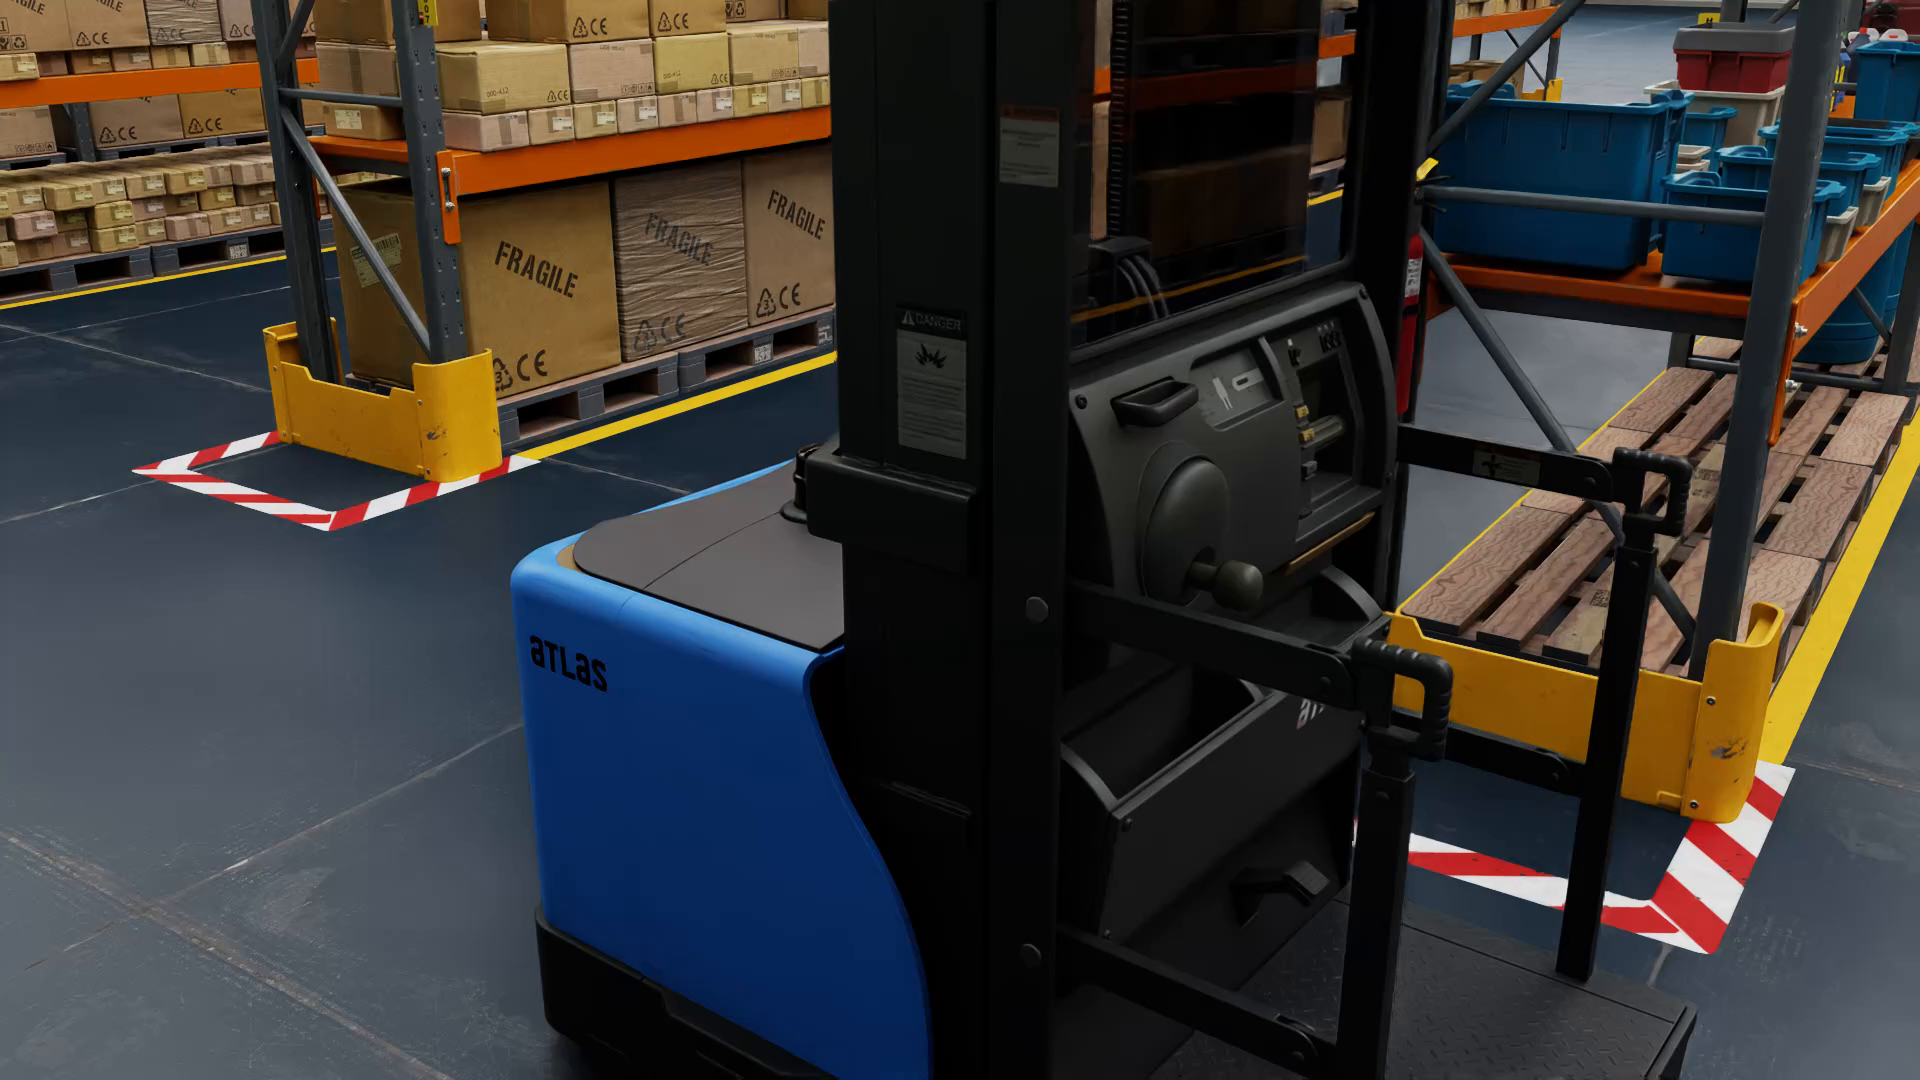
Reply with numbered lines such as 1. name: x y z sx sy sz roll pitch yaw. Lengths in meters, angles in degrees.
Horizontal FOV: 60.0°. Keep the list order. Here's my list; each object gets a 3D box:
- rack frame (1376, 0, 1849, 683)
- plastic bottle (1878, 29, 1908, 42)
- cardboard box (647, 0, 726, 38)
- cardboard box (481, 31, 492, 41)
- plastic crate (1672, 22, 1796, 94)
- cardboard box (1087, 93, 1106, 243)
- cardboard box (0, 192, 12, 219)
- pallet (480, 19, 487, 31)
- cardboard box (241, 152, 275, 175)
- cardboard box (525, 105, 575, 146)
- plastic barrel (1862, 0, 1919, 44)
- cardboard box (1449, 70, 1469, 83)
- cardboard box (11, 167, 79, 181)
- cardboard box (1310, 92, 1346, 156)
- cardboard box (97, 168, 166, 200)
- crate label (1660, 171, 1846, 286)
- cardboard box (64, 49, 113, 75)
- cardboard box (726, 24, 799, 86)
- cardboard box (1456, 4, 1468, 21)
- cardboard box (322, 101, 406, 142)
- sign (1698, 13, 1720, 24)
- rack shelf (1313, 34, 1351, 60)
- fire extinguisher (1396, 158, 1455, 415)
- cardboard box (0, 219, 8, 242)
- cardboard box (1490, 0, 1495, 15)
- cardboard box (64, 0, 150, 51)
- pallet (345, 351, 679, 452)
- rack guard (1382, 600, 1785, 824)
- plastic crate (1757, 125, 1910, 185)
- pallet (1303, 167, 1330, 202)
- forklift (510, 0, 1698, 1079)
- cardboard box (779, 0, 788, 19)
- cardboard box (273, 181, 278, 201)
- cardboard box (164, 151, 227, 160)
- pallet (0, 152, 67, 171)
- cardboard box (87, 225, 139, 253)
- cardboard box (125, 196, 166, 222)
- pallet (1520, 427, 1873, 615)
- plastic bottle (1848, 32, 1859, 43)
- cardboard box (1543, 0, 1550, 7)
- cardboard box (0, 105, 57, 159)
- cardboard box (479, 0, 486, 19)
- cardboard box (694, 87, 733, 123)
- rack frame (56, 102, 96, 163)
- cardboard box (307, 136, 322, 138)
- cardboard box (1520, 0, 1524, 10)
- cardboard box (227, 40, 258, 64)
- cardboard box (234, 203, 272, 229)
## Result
1. rack frame: 1.592 -0.839 4.208 1.000 3.000 0.127 13 24 32
2. plastic bottle: 5.705 -2.985 10.190 0.152 0.276 0.135 13 24 32
3. cardboard box: -1.443 -2.604 7.687 0.500 0.500 0.500 13 24 30
4. cardboard box: -2.165 -2.210 7.703 0.500 0.250 0.500 13 24 31
5. plastic crate: 3.132 -1.837 6.729 0.402 0.464 0.583 13 24 32
6. cardboard box: 0.590 -2.597 11.419 1.225 0.875 0.875 12 24 30
7. cardboard box: -5.974 -2.024 10.059 0.380 0.149 0.250 12 23 29
8. pallet: -3.751 -4.049 13.165 1.003 0.211 1.213 13 24 32
9. cardboard box: -4.816 -2.626 11.686 0.380 0.149 0.250 12 23 29
10. cardboard box: -1.888 -1.798 7.164 0.380 0.149 0.250 13 24 31
11. plastic barrel: 6.100 -3.390 10.910 0.600 0.536 0.708 13 24 32
12. cardboard box: 5.100 -4.738 17.749 0.500 0.500 0.500 11 23 27
13. cardboard box: -6.034 -2.363 10.976 0.380 0.149 0.250 12 24 30
14. cardboard box: 3.281 -3.816 15.226 0.700 0.500 0.500 11 23 27
15. cardboard box: -5.436 -2.339 10.910 0.380 0.149 0.250 14 25 34
16. crate label: 2.003 -0.795 4.245 0.416 0.233 0.303 13 24 32
17. cardboard box: -5.587 -3.034 10.506 0.380 0.149 0.250 13 24 31
18. cardboard box: -1.150 -2.403 8.226 0.500 0.250 0.500 13 24 31
19. cardboard box: 4.763 -5.202 16.367 0.380 0.149 0.250 13 24 32
20. cardboard box: -2.576 -1.853 7.313 0.380 0.149 0.250 14 24 33
21. sign: 3.387 -2.224 7.554 0.100 0.325 0.005 13 24 32
22. rack shelf: 3.118 -4.336 14.701 1.077 0.370 4.000 13 24 32
23. fire extinguisher: 1.132 -0.673 4.409 0.296 0.674 0.183 13 24 32
24. cardboard box: -6.042 -1.900 10.154 0.380 0.149 0.250 14 25 34
25. cardboard box: 5.294 -5.496 17.162 0.380 0.149 0.250 13 24 32
26. cardboard box: -5.503 -3.359 10.449 0.500 0.500 0.500 14 24 33
27. pallet: -2.119 -0.741 7.965 1.003 0.211 1.213 13 24 32
28. rack guard: 1.590 0.343 4.616 1.175 0.500 0.348 13 24 32
29. plastic crate: 2.744 -1.173 5.266 0.416 0.233 0.300 13 24 32
30. pallet: 2.434 -3.016 14.114 1.003 0.211 1.213 13 24 32
31. forklift: 0.619 -0.158 2.466 3.031 2.935 1.130 15 25 35
32. cardboard box: -1.019 -3.146 9.152 0.500 0.500 0.500 13 24 32
33. cardboard box: -4.842 -2.505 11.790 0.380 0.149 0.250 14 24 33
34. cardboard box: -5.394 -2.649 11.748 0.380 0.149 0.250 12 24 30
35. pallet: -8.943 -3.374 15.082 1.003 0.211 1.213 13 24 32
36. cardboard box: -5.542 -1.964 10.755 0.380 0.149 0.250 14 24 32
37. cardboard box: -5.473 -2.203 10.971 0.380 0.149 0.250 12 23 29
38. pallet: 2.775 -0.108 6.254 1.003 0.211 1.213 13 24 32
39. plastic bottle: 5.319 -2.882 9.911 0.152 0.276 0.135 13 24 32
40. cardboard box: 6.501 -6.155 18.944 0.380 0.149 0.250 13 24 32
41. cardboard box: -8.893 -3.721 15.088 0.875 0.438 0.875 13 24 31
42. cardboard box: -3.699 -4.051 12.650 0.380 0.149 0.250 12 23 29
43. cardboard box: -1.311 -2.094 7.963 0.380 0.149 0.250 13 24 31
44. rack frame: -8.451 -4.885 15.147 1.000 3.000 0.127 13 24 32
45. cardboard box: -4.869 -2.961 12.594 0.380 0.149 0.250 15 25 34
46. cardboard box: 5.934 -5.870 18.172 0.380 0.149 0.250 13 24 32
47. cardboard box: -5.002 -3.327 11.299 0.380 0.149 0.250 13 24 31
48. cardboard box: -5.023 -2.271 11.584 0.380 0.149 0.250 14 24 33
